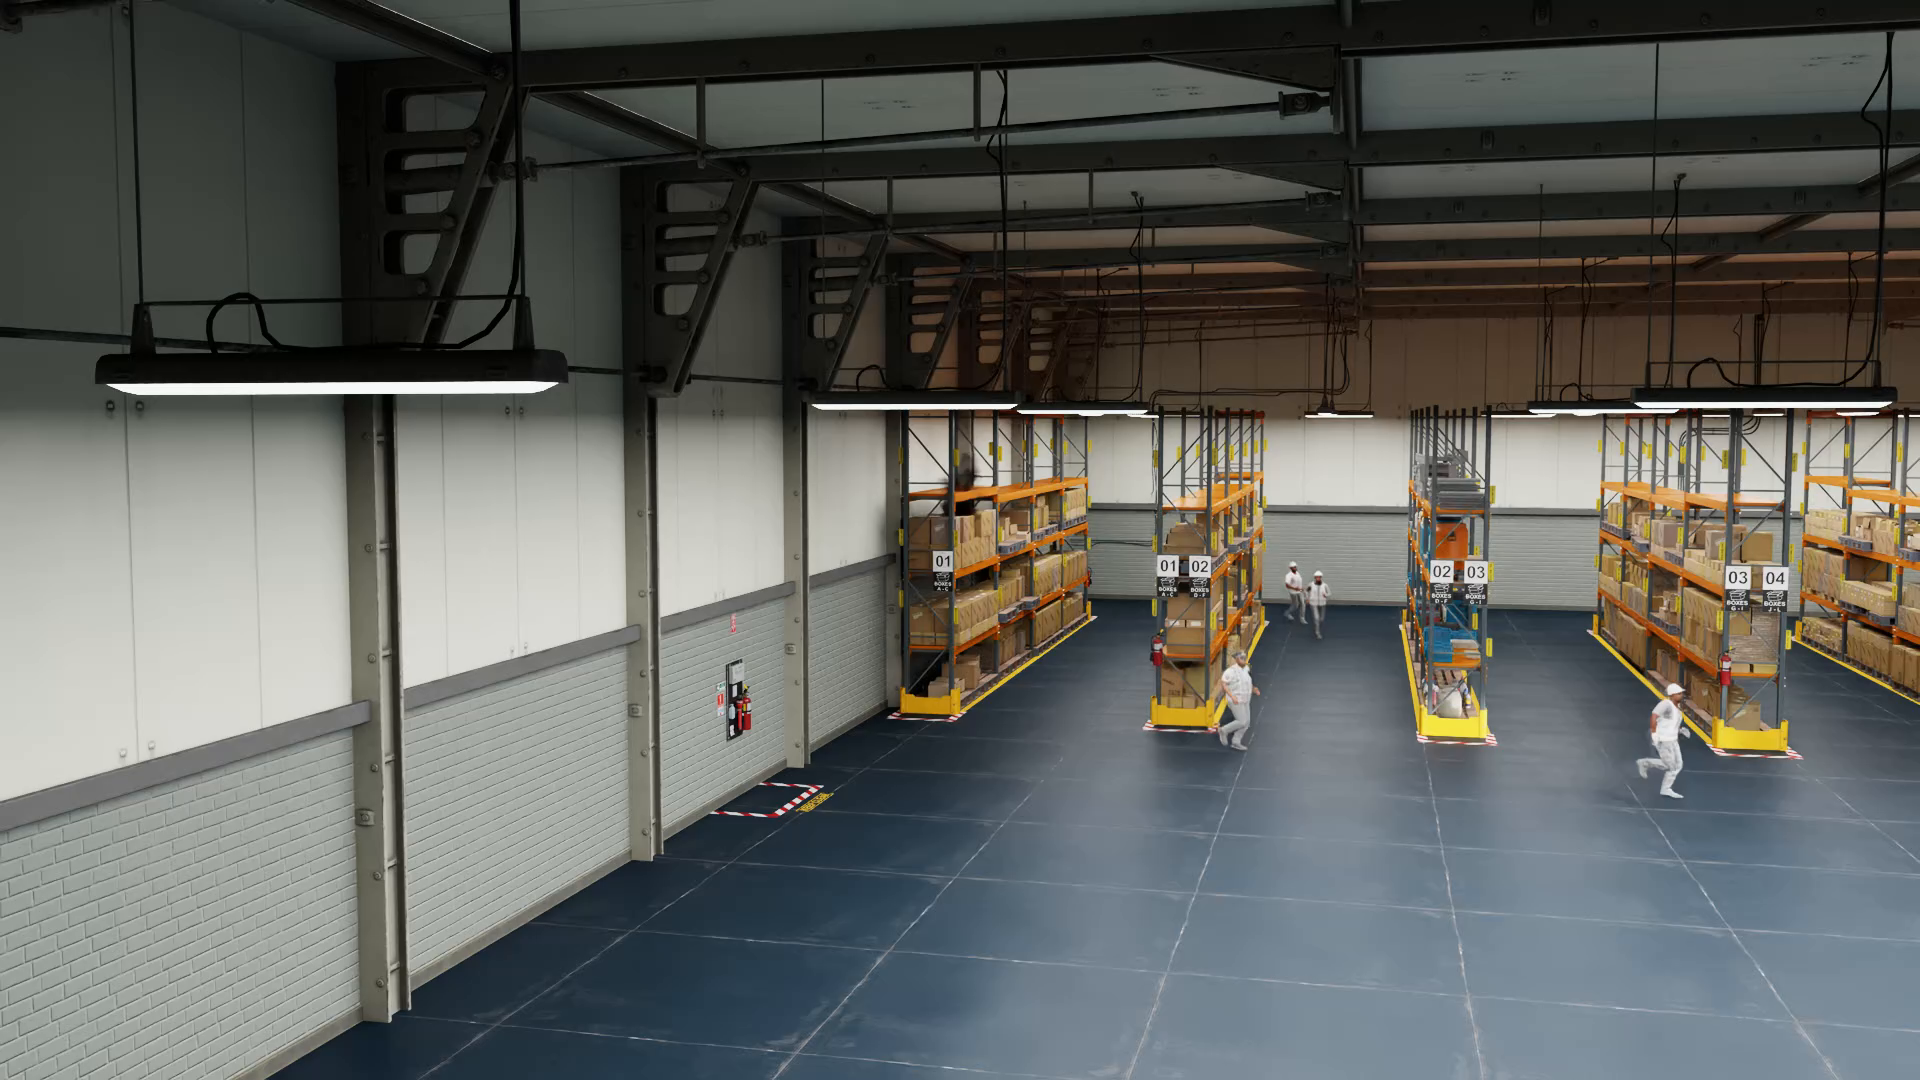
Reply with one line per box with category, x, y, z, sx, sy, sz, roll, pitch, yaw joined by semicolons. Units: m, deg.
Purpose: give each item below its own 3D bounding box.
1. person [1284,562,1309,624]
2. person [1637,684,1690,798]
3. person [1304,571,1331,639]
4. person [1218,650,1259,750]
person;9.432;1.491;46.983;0.733;1.754;0.812;-3;5;-39
person;10.758;3.052;25.446;0.723;1.734;0.719;4;6;44
person;9.396;1.692;43.679;0.658;1.754;0.914;0;4;1
person;4.882;2.777;28.974;0.650;1.756;0.637;-4;6;-44
